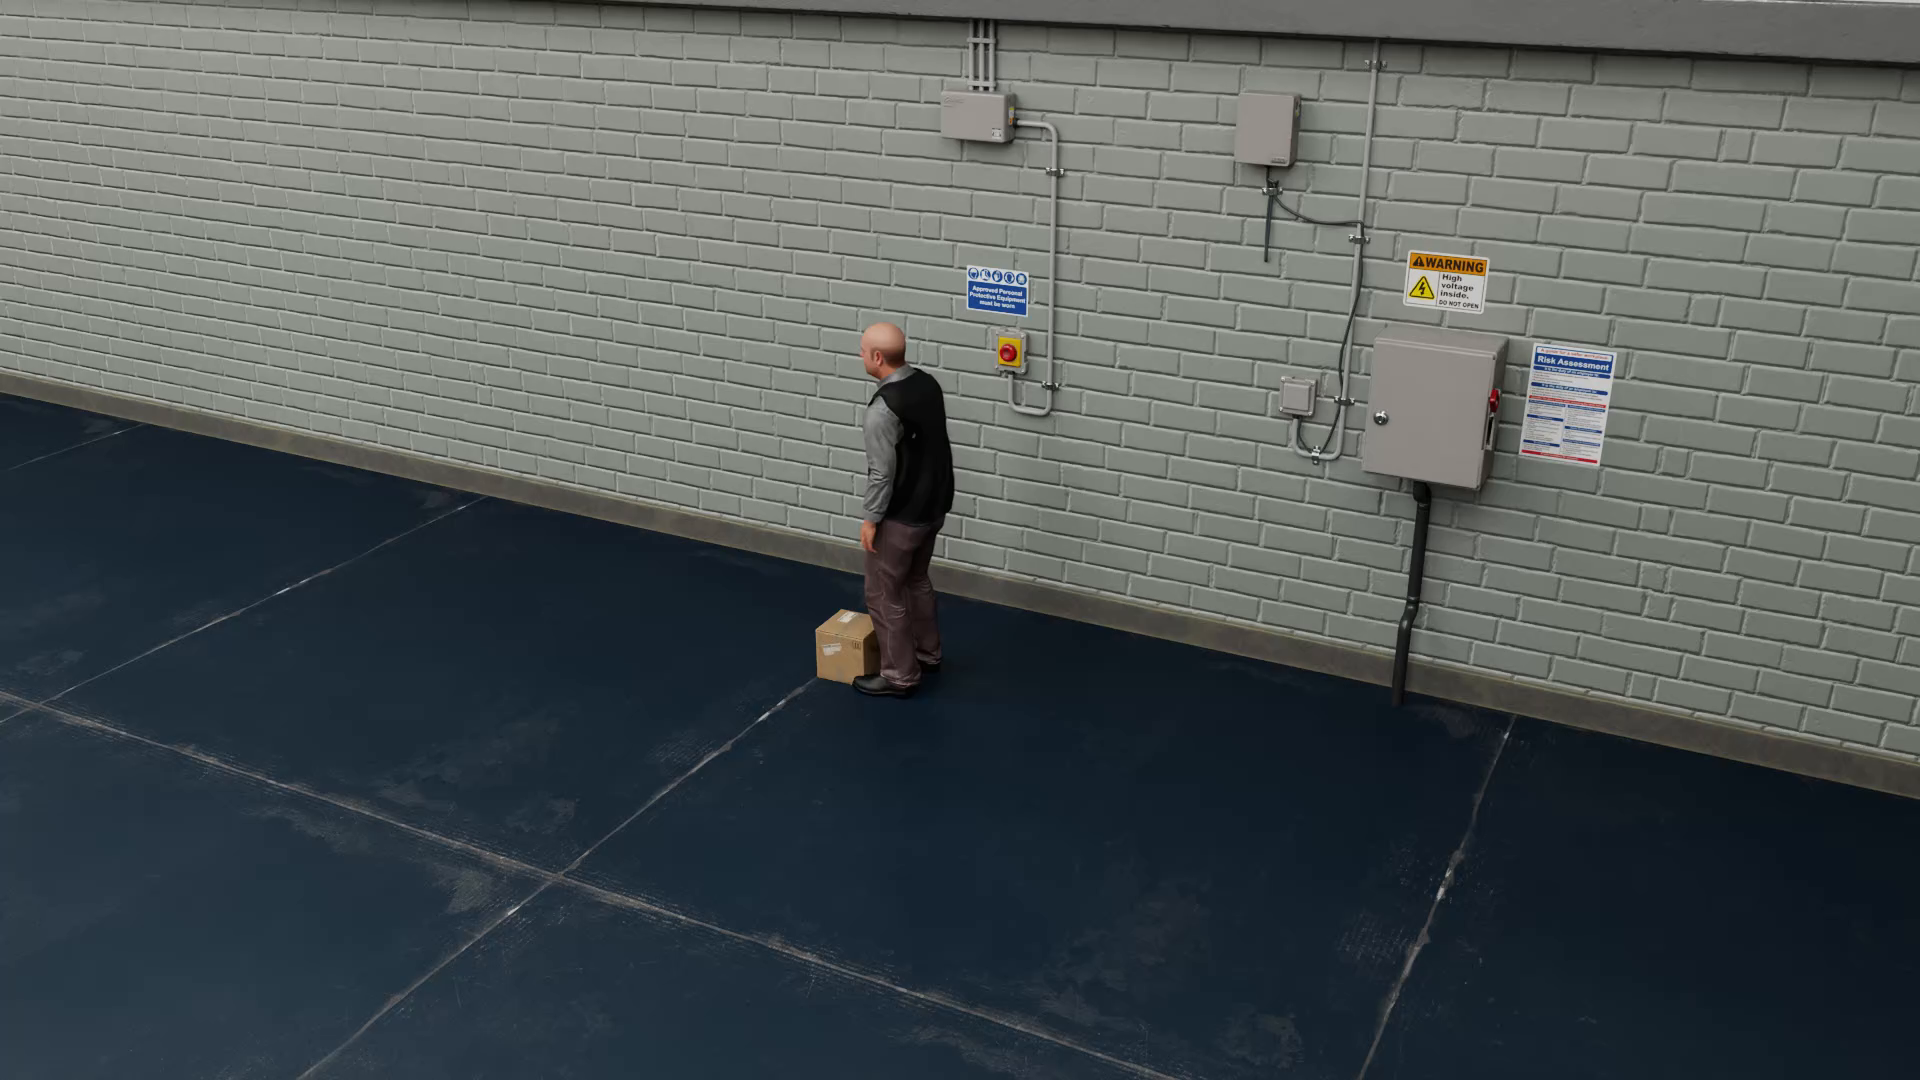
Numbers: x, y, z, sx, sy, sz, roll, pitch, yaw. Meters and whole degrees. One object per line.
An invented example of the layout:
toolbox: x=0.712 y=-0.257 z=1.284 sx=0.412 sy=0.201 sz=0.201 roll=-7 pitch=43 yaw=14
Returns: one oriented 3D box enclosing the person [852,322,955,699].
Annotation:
person: x=-0.247 y=-0.128 z=7.434 sx=0.421 sy=1.720 sz=0.580 roll=11 pitch=25 yaw=25
